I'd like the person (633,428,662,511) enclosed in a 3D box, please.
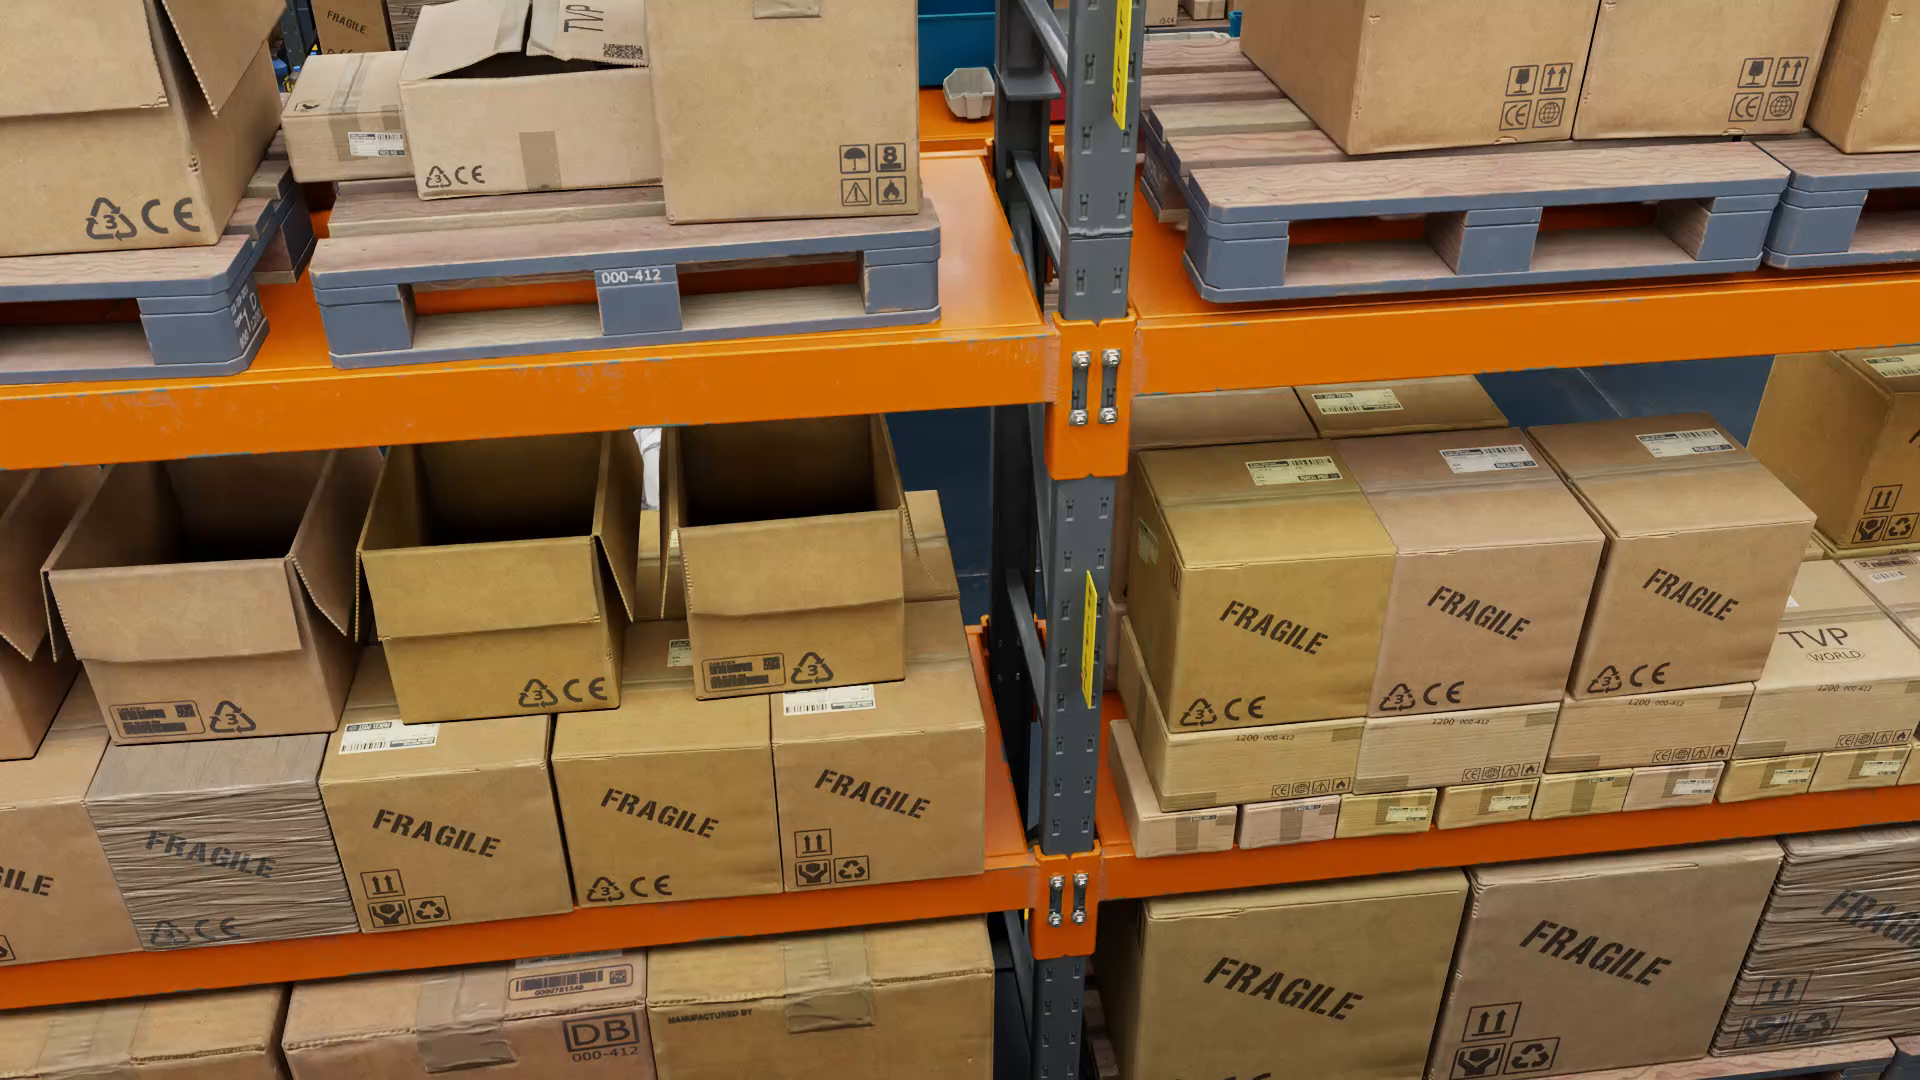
[{"bbox_3d":[-1.151,-0.213,7.211,0.529,0.913,1.027,-6,35,-8],"label":"person"}]
